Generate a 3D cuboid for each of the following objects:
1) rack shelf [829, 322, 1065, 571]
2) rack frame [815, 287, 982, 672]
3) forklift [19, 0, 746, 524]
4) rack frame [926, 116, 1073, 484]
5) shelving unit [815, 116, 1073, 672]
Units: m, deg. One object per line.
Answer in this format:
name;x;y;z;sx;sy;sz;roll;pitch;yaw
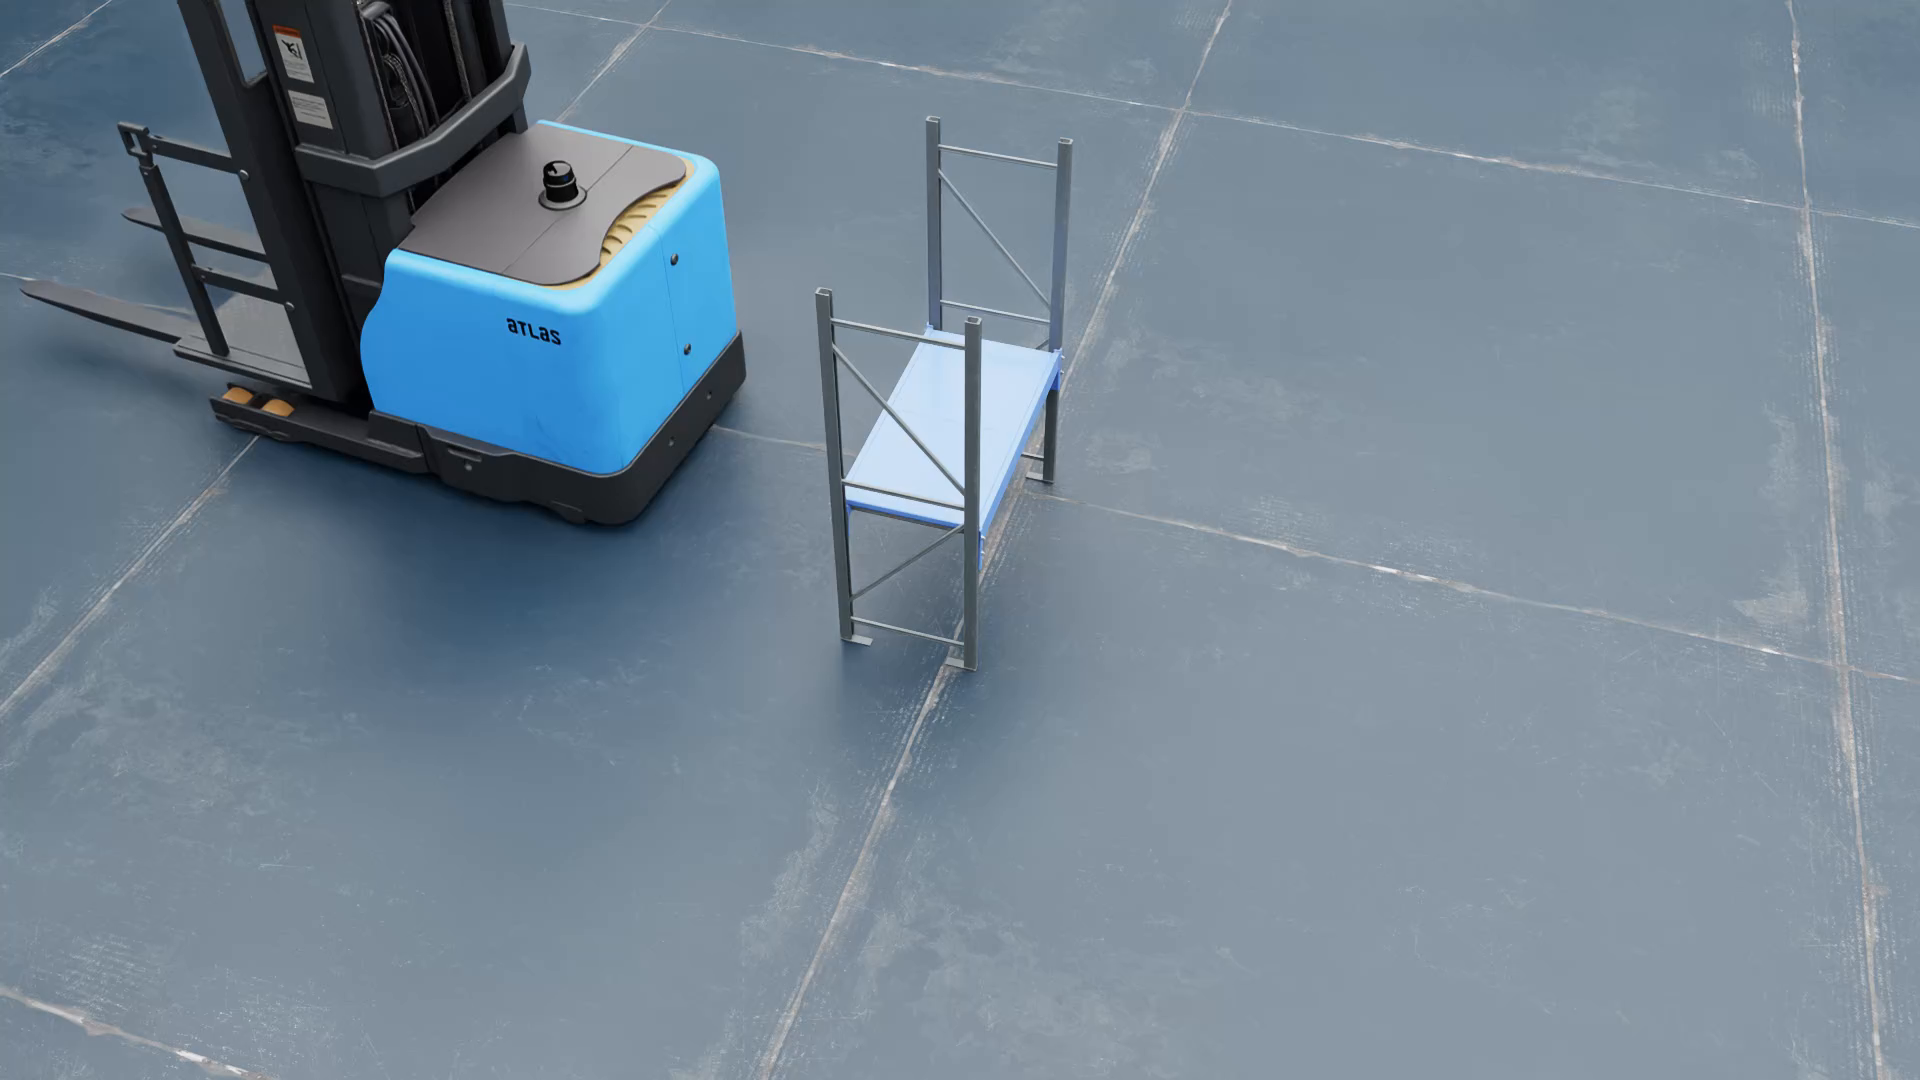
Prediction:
rack shelf;-0.026;-0.351;5.793;0.538;0.185;1.000;13;46;12
rack frame;-0.180;-0.140;5.321;0.500;1.500;0.032;13;46;12
forklift;-2.447;-1.769;5.963;3.031;2.935;1.130;16;47;16
rack frame;0.128;-0.818;6.014;0.500;1.500;0.032;13;46;12
shelving unit;-0.026;-0.479;5.667;0.538;1.500;1.048;13;46;12
